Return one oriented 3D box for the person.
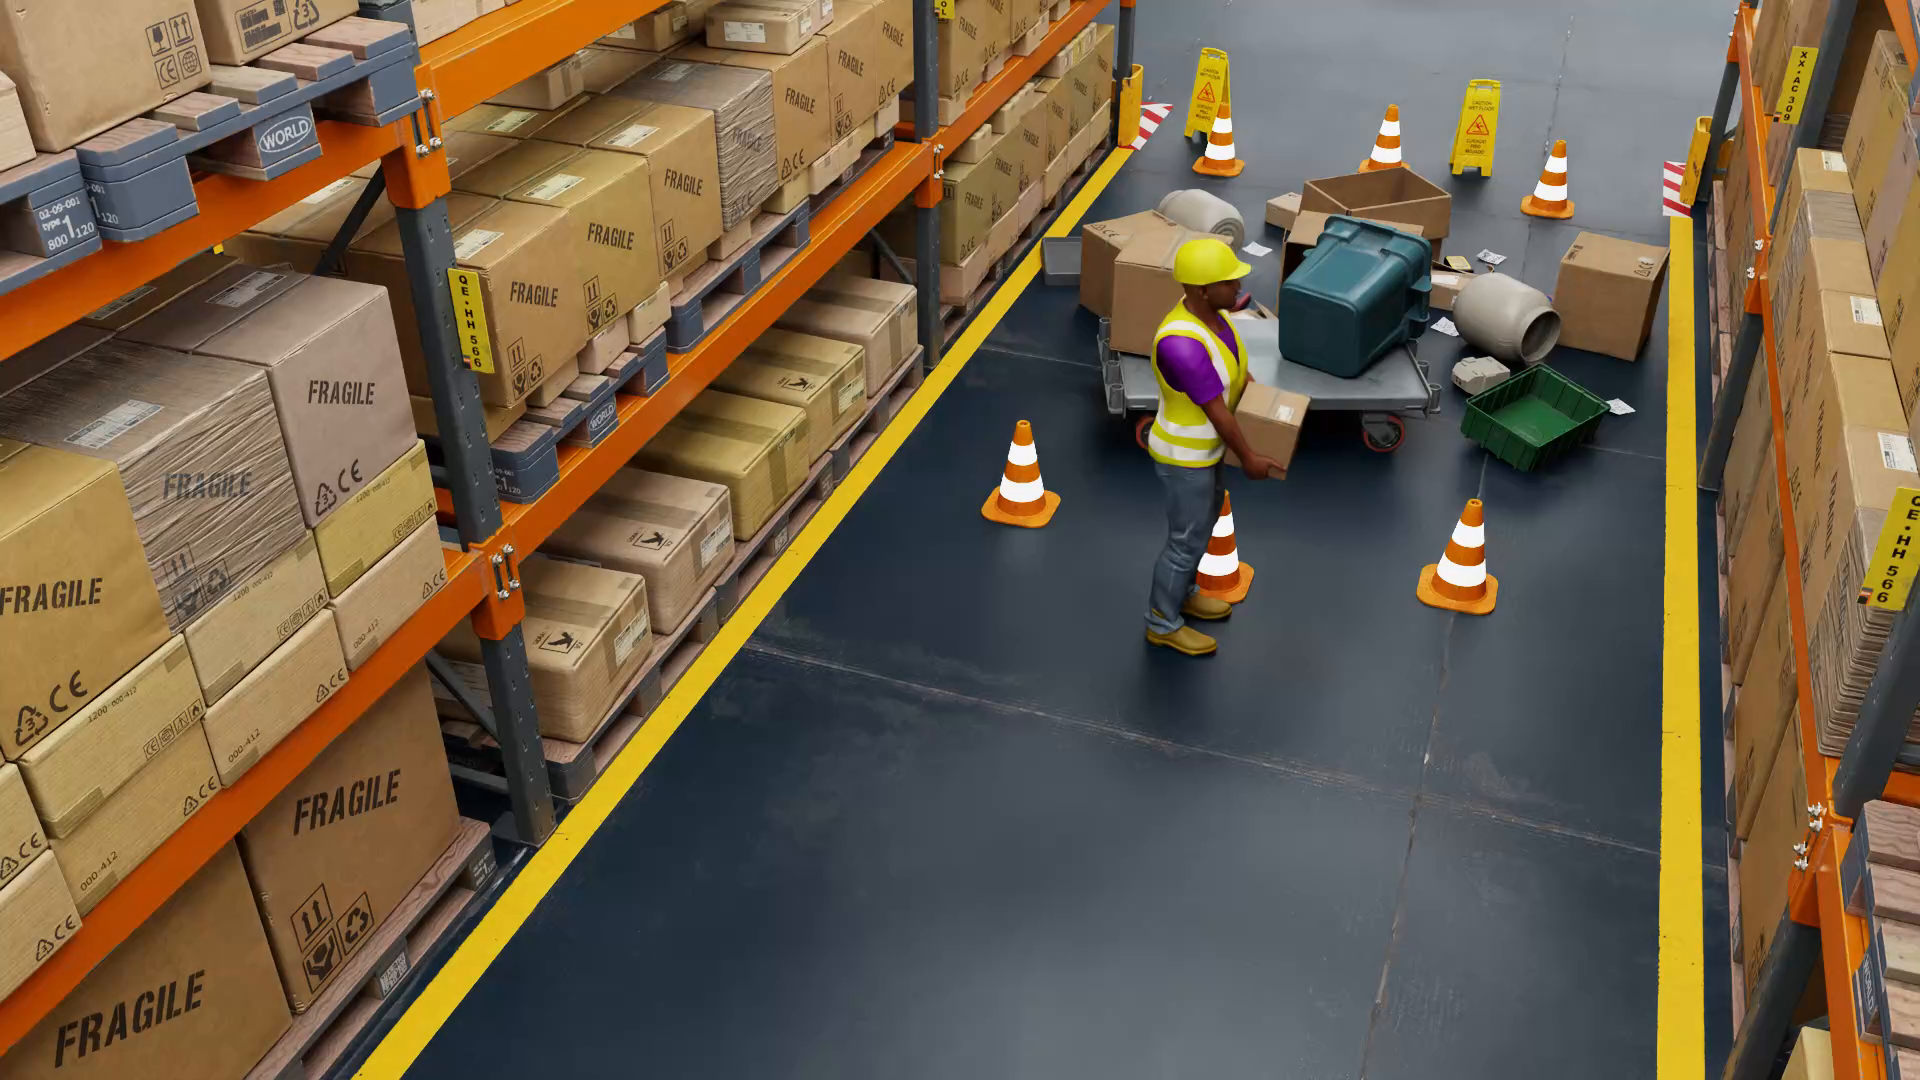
[{"bbox_3d":[1.049,-0.357,6.667,0.567,1.763,0.505,11,35,16],"label":"person"}]
